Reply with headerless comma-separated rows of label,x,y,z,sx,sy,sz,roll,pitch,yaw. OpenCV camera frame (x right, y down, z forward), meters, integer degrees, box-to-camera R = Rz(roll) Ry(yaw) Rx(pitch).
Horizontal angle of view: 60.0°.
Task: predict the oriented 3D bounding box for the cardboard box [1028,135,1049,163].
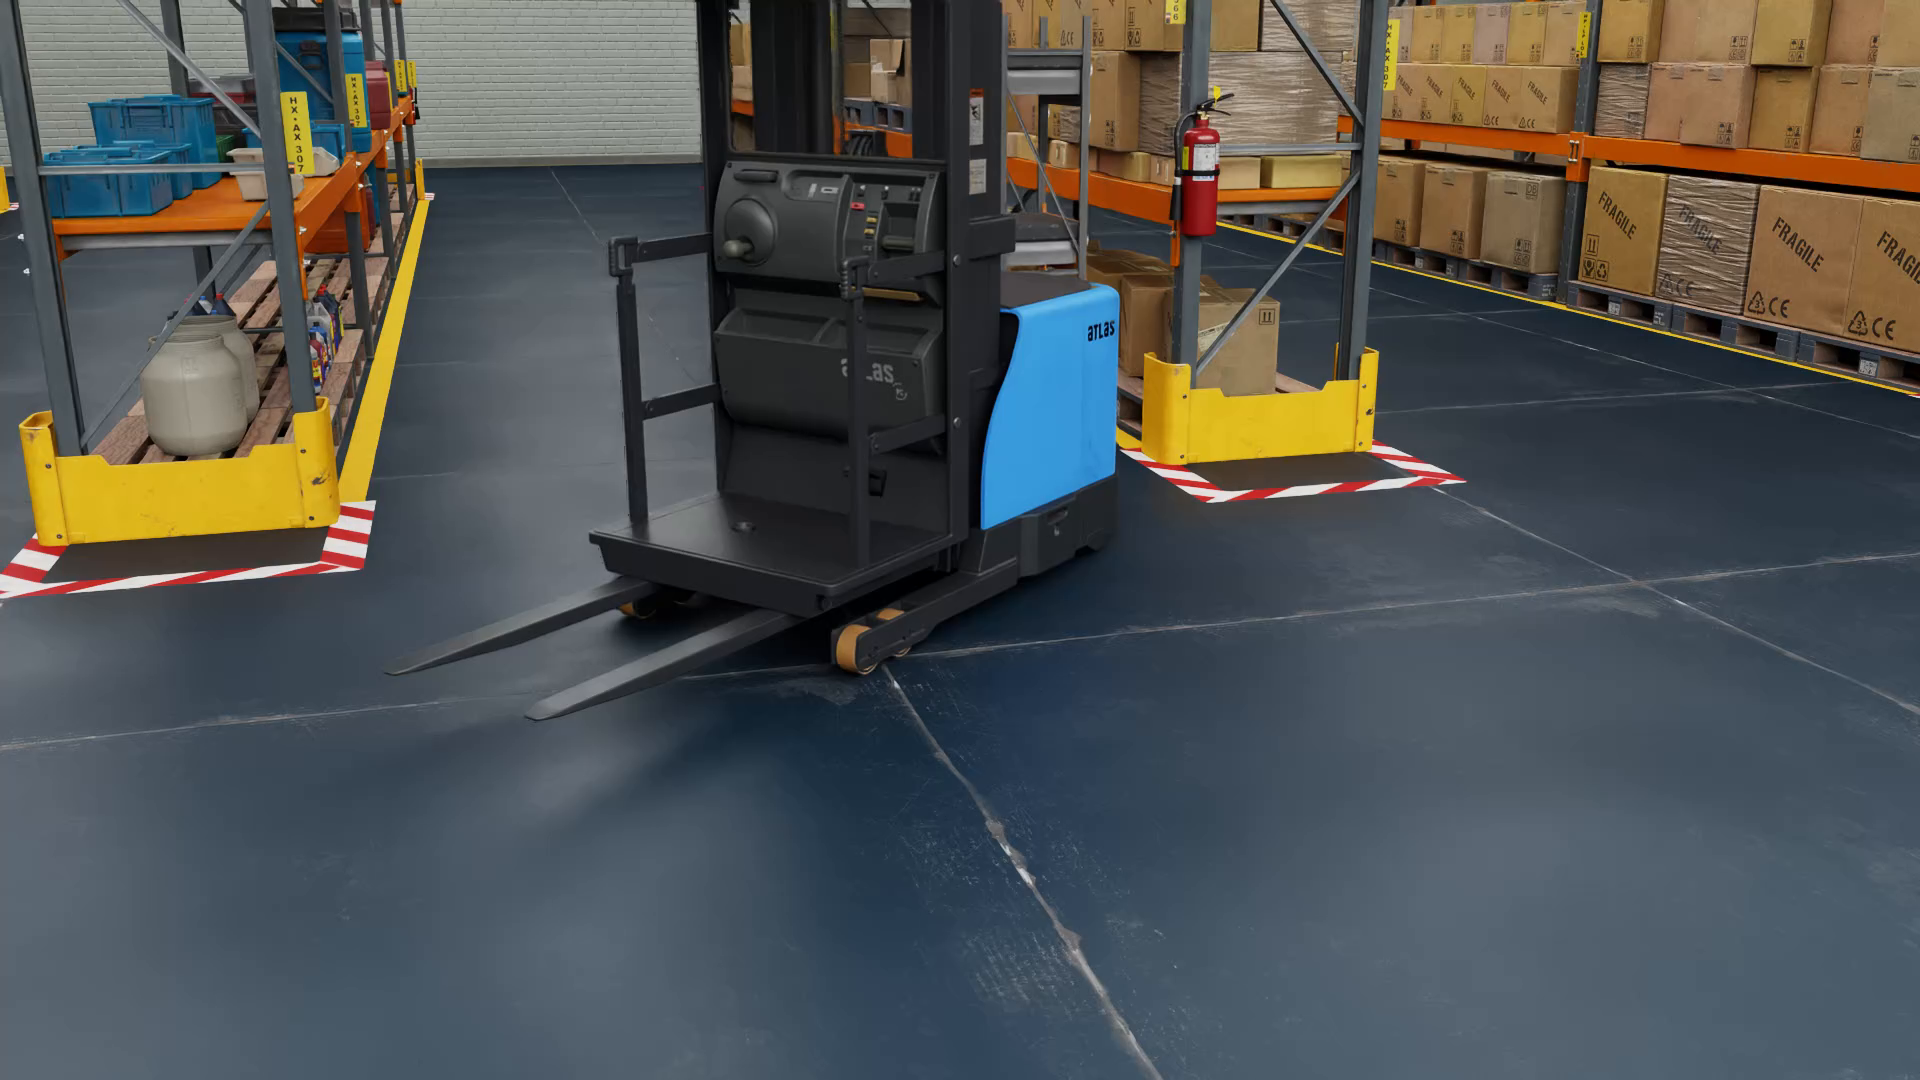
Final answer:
cardboard box,0.630,-2.363,10.040,0.380,0.149,0.250,-5,17,-15

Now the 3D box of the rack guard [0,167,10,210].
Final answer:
rack guard,-12.368,-4.299,20.394,1.175,0.500,0.348,-5,17,-15

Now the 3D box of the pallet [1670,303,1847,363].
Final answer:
pallet,5.705,-1.454,11.426,1.003,0.211,1.213,-5,17,-15

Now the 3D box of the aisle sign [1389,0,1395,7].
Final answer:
aisle sign,6.367,-8.325,24.933,0.394,0.787,0.004,-5,17,-15

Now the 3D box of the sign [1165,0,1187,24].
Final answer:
sign,0.995,-2.541,7.635,0.100,0.325,0.005,-5,17,-15

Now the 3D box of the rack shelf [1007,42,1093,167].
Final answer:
rack shelf,0.270,-1.853,7.084,0.431,0.518,0.480,-6,18,-18

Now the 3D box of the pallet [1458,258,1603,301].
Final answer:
pallet,4.947,-2.216,13.963,1.003,0.211,1.213,-5,17,-15

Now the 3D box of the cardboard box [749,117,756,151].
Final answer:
cardboard box,-2.115,-4.814,20.728,0.875,0.875,0.875,-5,17,-15

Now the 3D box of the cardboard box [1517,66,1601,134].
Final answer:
cardboard box,4.831,-3.515,13.267,0.500,0.500,0.500,-5,17,-16

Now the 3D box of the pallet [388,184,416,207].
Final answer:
pallet,-7.436,-4.341,21.037,1.003,0.211,1.213,-5,17,-15

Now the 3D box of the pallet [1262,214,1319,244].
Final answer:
pallet,3.919,-3.331,17.675,1.003,0.211,1.213,-5,17,-15

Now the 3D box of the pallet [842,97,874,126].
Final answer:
pallet,-0.366,-3.806,14.741,1.213,0.211,1.003,-5,17,-15

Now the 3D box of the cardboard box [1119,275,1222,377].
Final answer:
cardboard box,1.182,-1.214,9.395,0.500,0.500,0.500,0,17,-1

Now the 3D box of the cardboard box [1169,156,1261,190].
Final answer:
cardboard box,1.258,-1.816,8.219,0.380,0.149,0.250,-5,17,-15

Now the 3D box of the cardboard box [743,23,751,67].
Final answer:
cardboard box,-2.281,-5.867,19.712,0.500,0.500,0.500,-5,17,-15

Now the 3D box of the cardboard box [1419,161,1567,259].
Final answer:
cardboard box,4.713,-2.900,14.571,1.050,0.750,0.750,-5,17,-15

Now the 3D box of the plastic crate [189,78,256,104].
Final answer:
plastic crate,-4.754,-2.729,10.711,0.402,0.464,0.583,-5,17,-15

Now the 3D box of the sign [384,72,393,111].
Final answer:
sign,-4.899,-3.818,14.166,0.100,0.325,0.005,-5,17,-15

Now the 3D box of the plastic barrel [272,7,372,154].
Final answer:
plastic barrel,-4.142,-2.959,10.718,0.600,0.901,0.708,-5,17,-15

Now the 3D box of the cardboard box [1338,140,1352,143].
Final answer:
cardboard box,4.036,-4.164,17.911,0.500,0.250,0.500,-5,17,-16

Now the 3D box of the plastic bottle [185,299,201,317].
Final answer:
plastic bottle,-4.452,-1.222,9.646,0.144,0.351,0.185,-5,18,-18

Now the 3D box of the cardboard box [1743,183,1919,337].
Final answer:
cardboard box,5.837,-1.847,10.849,0.875,0.875,0.875,-5,17,-16

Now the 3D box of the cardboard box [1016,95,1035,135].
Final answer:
cardboard box,0.837,-2.769,10.267,0.875,0.500,0.500,-5,17,-15

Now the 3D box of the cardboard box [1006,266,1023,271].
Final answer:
cardboard box,0.507,-1.870,11.579,0.500,0.500,0.500,-5,18,-17

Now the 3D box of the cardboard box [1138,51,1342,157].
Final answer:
cardboard box,1.410,-2.218,8.432,0.875,0.500,0.500,-5,17,-15

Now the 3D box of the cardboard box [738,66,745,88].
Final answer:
cardboard box,-2.422,-5.649,20.287,0.500,0.250,0.500,-4,17,-14

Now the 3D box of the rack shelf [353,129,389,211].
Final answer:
rack shelf,-4.877,-2.797,12.300,1.077,0.370,4.000,-5,17,-15

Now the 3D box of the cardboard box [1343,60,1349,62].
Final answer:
cardboard box,4.116,-4.898,17.234,0.380,0.149,0.250,-4,17,-13

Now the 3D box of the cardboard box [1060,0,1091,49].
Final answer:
cardboard box,0.868,-2.952,9.135,0.500,0.500,0.500,-5,17,-15

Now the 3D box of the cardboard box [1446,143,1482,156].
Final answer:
cardboard box,7.449,-5.380,23.372,0.875,0.438,0.875,-5,17,-17

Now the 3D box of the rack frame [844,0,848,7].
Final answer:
rack frame,-1.763,-5.193,19.025,1.000,3.000,0.127,-5,17,-15

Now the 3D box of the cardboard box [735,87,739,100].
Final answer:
cardboard box,-2.585,-5.557,20.674,0.380,0.149,0.250,-4,17,-14

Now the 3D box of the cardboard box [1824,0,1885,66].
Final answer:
cardboard box,6.003,-3.243,10.396,0.875,0.550,0.550,-5,17,-15

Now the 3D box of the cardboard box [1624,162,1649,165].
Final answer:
cardboard box,8.513,-4.498,19.676,0.875,0.875,0.875,-4,17,-15

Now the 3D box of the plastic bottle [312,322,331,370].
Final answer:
plastic bottle,-3.604,-1.091,9.347,0.097,0.271,0.097,0,17,0

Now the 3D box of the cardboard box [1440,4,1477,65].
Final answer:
cardboard box,4.671,-4.429,14.572,0.700,0.500,0.500,-5,17,-16

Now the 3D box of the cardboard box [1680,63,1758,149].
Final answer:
cardboard box,5.553,-3.006,11.484,0.875,0.550,0.550,-5,17,-15

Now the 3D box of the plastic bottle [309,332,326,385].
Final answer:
plastic bottle,-3.471,-0.982,8.964,0.061,0.283,0.133,-4,17,-14

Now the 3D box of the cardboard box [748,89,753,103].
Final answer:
cardboard box,-2.304,-5.273,19.729,0.380,0.149,0.250,-5,17,-16

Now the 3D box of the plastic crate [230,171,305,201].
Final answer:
plastic crate,-3.164,-1.629,7.618,0.298,0.136,0.250,-5,17,-15

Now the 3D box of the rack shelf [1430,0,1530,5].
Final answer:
rack shelf,7.215,-7.622,23.147,1.077,0.370,4.000,-5,17,-15

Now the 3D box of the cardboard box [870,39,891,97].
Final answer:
cardboard box,-0.477,-4.189,14.780,0.500,0.500,0.500,-7,18,-22

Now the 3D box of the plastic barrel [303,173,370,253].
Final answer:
plastic barrel,-5.577,-2.991,14.736,0.600,0.830,0.708,-5,17,-15

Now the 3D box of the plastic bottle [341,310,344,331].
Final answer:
plastic bottle,-3.928,-1.383,10.442,0.097,0.201,0.097,0,17,0

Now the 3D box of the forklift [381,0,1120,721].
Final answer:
forklift,-0.588,-1.114,5.567,1.130,2.935,3.031,11,20,32

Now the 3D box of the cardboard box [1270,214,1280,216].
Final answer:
cardboard box,3.561,-3.760,17.870,0.500,0.500,0.500,-4,17,-13

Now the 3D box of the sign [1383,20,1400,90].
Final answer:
sign,2.056,-2.331,7.993,0.100,0.325,0.005,-5,17,-15

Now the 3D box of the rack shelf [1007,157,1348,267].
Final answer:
rack shelf,0.985,-2.082,9.920,1.077,0.370,4.000,-5,17,-15

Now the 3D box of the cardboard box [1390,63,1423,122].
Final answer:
cardboard box,4.277,-4.073,15.123,0.500,0.500,0.500,-5,17,-15

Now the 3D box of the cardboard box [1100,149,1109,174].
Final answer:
cardboard box,0.989,-2.093,9.142,0.380,0.149,0.250,-5,17,-15

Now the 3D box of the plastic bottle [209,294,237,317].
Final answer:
plastic bottle,-4.366,-1.286,9.858,0.144,0.351,0.185,-5,17,-15

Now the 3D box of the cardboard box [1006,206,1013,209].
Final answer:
cardboard box,0.020,-2.453,13.485,0.700,0.500,0.500,-6,18,-20

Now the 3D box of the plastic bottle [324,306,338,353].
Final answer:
plastic bottle,-3.735,-1.248,9.849,0.061,0.283,0.133,-4,17,-12

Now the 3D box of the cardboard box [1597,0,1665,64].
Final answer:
cardboard box,5.300,-3.828,12.345,0.875,0.550,0.550,-5,17,-15

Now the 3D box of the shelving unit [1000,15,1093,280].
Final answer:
shelving unit,0.270,-1.195,7.281,0.431,2.100,0.503,-6,18,-18

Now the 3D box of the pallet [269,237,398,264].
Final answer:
pallet,-5.683,-2.574,15.154,1.003,0.211,1.213,-5,17,-15

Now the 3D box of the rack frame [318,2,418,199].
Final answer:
rack frame,-7.625,-5.908,21.405,1.000,3.000,0.127,-5,17,-15

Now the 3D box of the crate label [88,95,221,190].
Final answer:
crate label,-3.994,-1.987,8.290,0.502,0.435,0.616,-5,17,-15
